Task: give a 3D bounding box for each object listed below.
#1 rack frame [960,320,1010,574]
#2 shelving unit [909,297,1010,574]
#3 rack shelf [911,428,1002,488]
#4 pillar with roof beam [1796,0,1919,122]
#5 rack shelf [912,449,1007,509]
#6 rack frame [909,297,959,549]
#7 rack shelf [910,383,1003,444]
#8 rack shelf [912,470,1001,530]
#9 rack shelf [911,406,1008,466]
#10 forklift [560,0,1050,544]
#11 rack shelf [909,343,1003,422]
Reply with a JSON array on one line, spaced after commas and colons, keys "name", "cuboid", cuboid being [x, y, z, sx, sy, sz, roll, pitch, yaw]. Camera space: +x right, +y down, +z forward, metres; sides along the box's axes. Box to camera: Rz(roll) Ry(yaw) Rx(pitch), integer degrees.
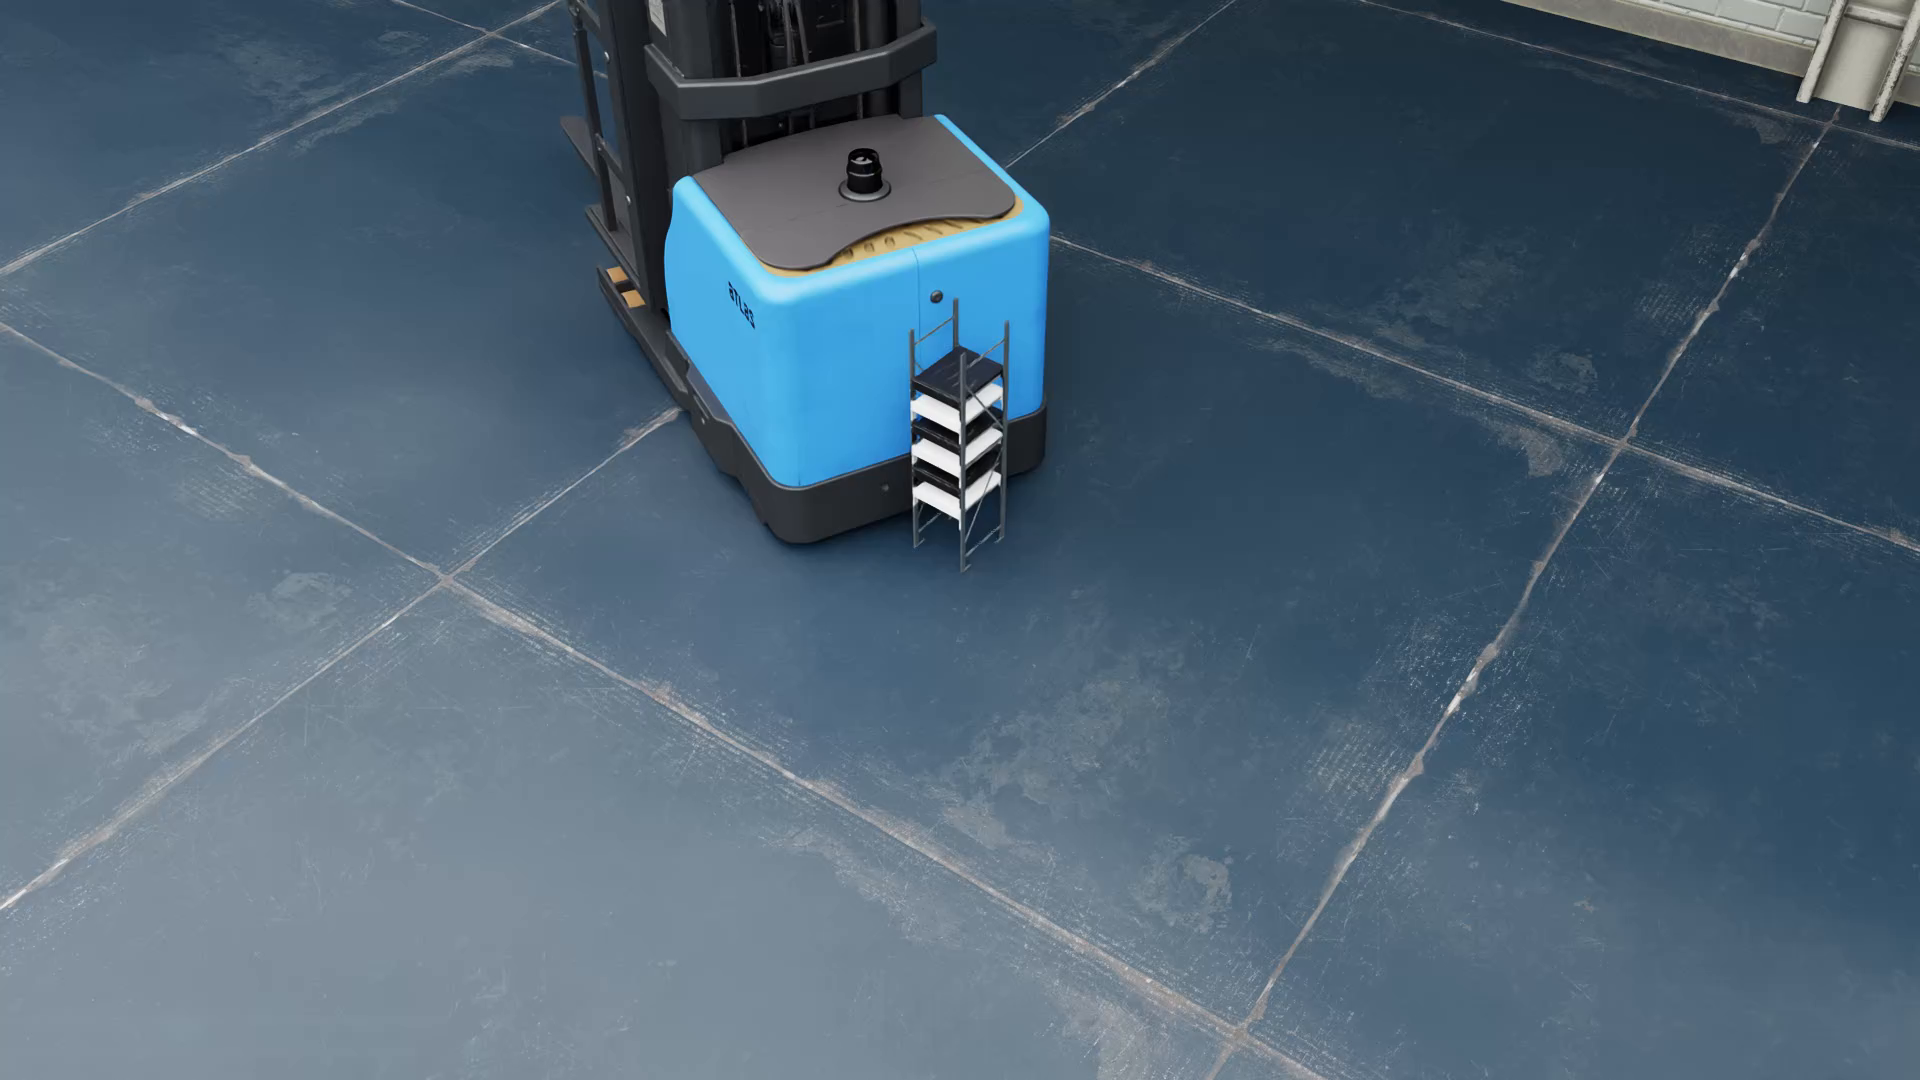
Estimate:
[{"name": "rack frame", "cuboid": [0.078, -0.285, 5.393, 0.006, 0.900, 0.240, 28, 49, 28]}, {"name": "shelving unit", "cuboid": [-0.002, -0.327, 5.440, 0.210, 0.900, 0.258, 28, 49, 28]}, {"name": "rack shelf", "cuboid": [-0.002, -0.302, 5.463, 0.200, 0.077, 0.258, 28, 49, 28]}, {"name": "pillar with roof beam", "cuboid": [1.881, -3.171, 2.546, 0.400, 9.000, 9.100, 25, 48, 25]}, {"name": "rack shelf", "cuboid": [-0.002, -0.235, 5.523, 0.200, 0.077, 0.258, 28, 49, 28]}, {"name": "rack frame", "cuboid": [-0.081, -0.369, 5.487, 0.006, 0.900, 0.240, 28, 49, 28]}, {"name": "rack shelf", "cuboid": [-0.002, -0.436, 5.343, 0.200, 0.077, 0.258, 28, 49, 28]}, {"name": "rack shelf", "cuboid": [-0.002, -0.168, 5.583, 0.200, 0.077, 0.258, 28, 49, 28]}, {"name": "rack shelf", "cuboid": [-0.002, -0.369, 5.403, 0.200, 0.077, 0.258, 28, 49, 28]}, {"name": "forklift", "cuboid": [-0.822, -2.057, 5.851, 1.130, 2.935, 3.031, -19, 45, -20]}, {"name": "rack shelf", "cuboid": [-0.002, -0.503, 5.283, 0.200, 0.077, 0.258, 28, 49, 28]}]
